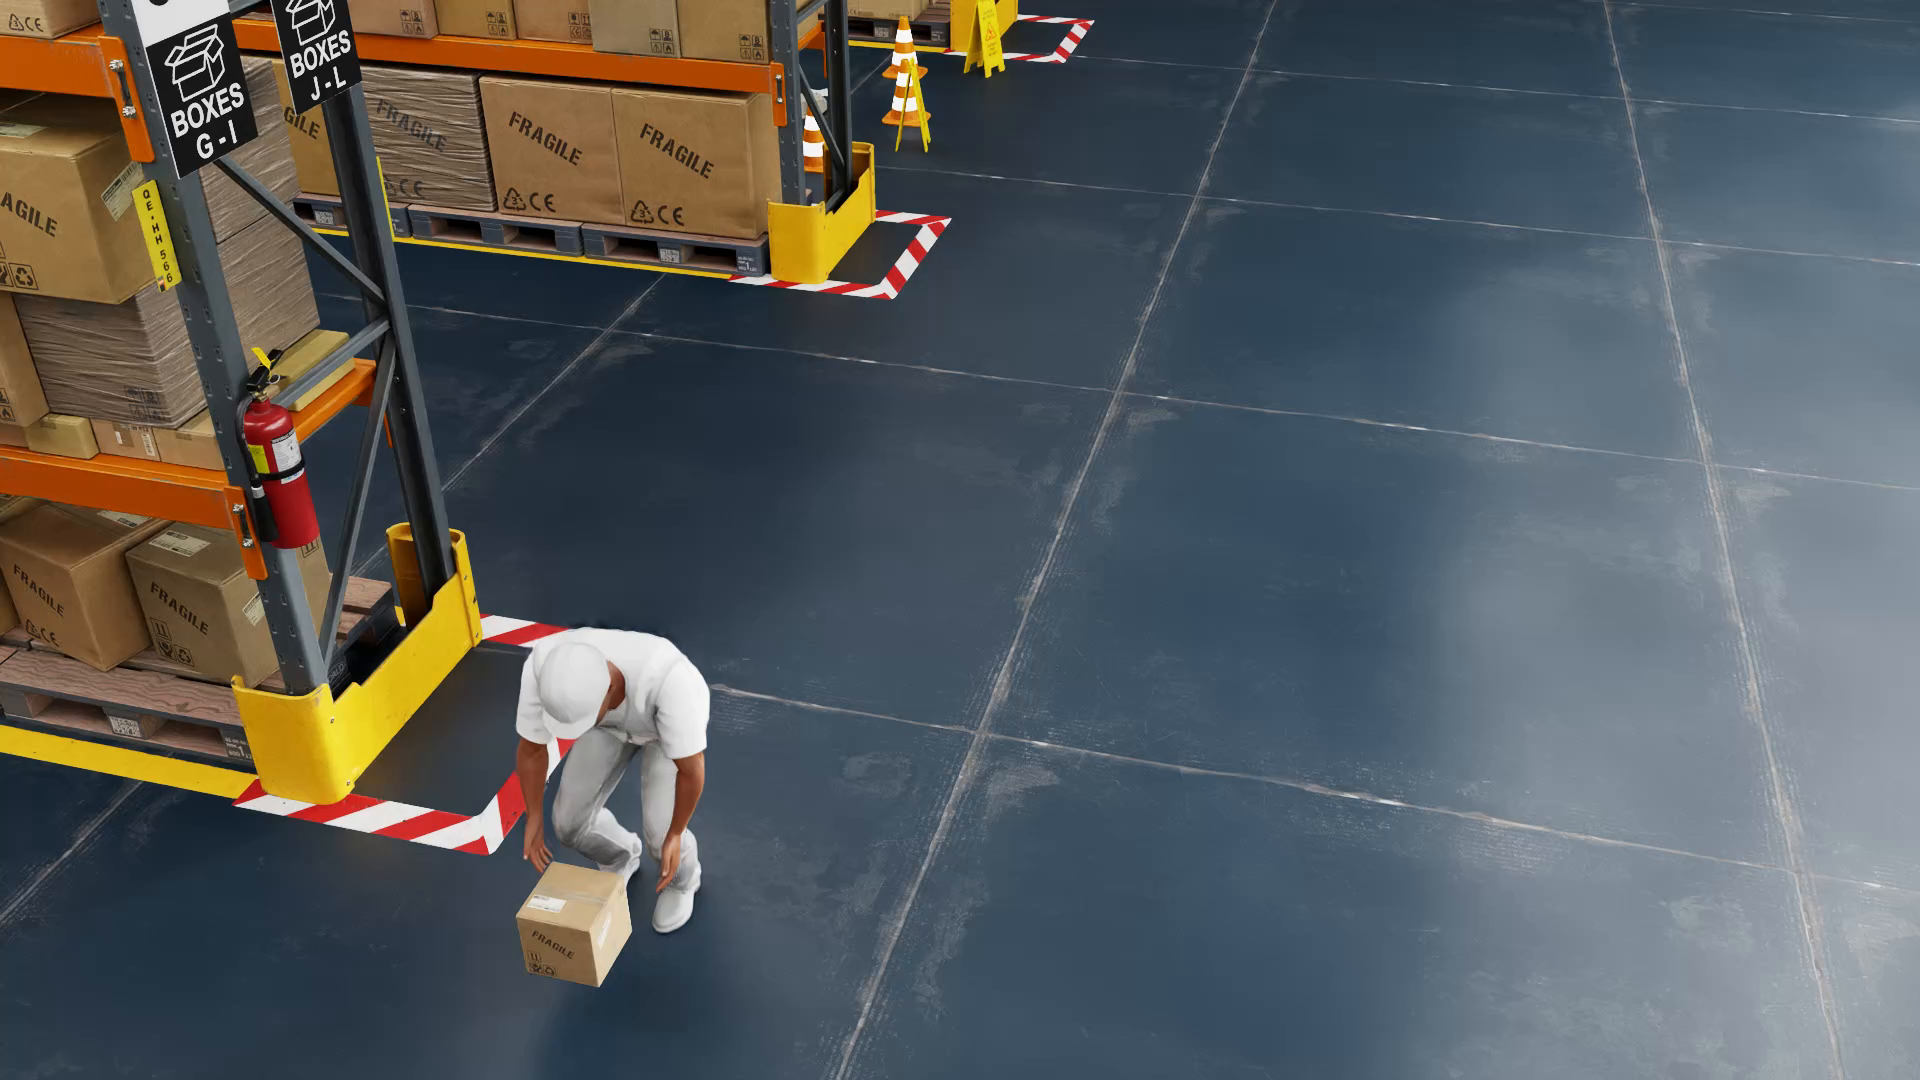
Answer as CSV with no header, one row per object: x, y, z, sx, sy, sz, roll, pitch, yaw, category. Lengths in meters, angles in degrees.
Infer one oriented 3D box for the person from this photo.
-1.071,0.720,5.410,0.630,1.317,0.802,8,34,12,person
